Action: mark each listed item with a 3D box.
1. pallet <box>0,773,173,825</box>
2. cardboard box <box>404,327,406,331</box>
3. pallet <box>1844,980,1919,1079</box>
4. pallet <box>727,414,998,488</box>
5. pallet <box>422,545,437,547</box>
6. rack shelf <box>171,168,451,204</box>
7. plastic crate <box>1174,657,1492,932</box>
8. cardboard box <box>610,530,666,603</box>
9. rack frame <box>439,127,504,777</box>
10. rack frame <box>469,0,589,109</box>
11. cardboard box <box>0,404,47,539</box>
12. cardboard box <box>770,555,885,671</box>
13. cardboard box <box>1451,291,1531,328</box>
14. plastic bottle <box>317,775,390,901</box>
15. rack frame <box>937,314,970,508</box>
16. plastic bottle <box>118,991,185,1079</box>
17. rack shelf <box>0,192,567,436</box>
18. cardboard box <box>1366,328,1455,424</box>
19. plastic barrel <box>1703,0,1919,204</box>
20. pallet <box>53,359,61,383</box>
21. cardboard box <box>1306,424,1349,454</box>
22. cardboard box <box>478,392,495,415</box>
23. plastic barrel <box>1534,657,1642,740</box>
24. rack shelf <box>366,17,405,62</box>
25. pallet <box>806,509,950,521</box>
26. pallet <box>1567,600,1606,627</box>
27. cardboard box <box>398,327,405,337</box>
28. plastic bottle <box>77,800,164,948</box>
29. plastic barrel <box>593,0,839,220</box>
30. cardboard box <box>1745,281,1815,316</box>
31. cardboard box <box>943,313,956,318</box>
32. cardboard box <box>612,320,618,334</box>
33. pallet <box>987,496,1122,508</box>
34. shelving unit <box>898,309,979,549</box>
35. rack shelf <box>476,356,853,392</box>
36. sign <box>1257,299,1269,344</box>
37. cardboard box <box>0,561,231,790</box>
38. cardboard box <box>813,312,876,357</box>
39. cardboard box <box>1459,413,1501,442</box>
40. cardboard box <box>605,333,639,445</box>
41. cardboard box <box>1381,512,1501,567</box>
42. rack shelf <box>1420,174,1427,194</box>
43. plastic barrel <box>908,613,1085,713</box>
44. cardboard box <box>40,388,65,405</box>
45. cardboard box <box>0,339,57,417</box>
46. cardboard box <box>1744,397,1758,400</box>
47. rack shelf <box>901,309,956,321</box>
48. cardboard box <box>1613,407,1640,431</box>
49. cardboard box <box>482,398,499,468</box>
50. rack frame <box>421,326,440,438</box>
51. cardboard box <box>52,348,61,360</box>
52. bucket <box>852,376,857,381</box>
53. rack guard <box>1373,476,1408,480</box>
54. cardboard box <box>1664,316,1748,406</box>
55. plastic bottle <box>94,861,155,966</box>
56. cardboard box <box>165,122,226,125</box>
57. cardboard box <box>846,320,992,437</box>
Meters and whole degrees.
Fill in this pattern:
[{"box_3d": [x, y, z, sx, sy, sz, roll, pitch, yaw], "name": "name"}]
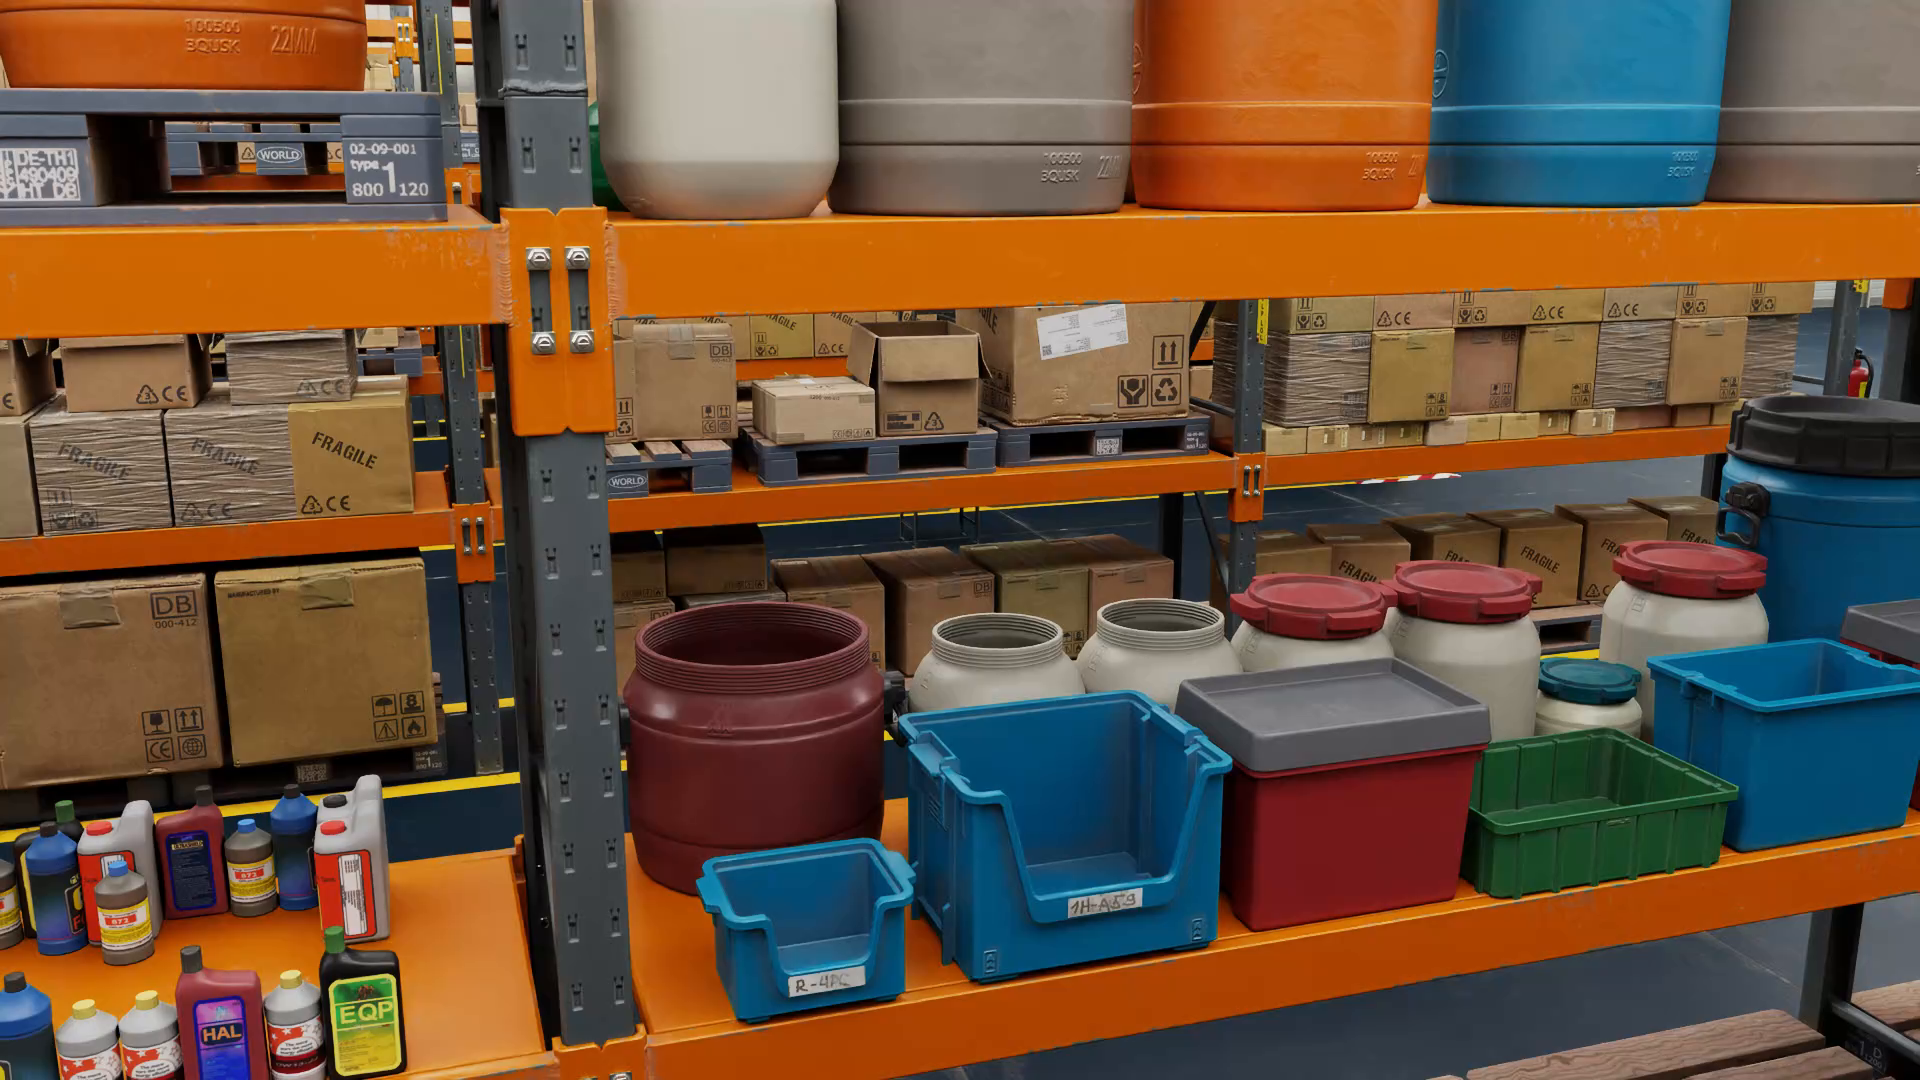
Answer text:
[{"box_3d": [-4.324, 1.041, 7.810, 1.213, 0.211, 1.003, -4, 14, -18], "name": "pallet"}, {"box_3d": [-7.478, -2.618, 21.662, 0.500, 0.500, 0.500, -4, 14, -16], "name": "cardboard box"}, {"box_3d": [3.622, 1.661, 5.205, 1.213, 0.211, 1.003, -4, 14, -18], "name": "pallet"}, {"box_3d": [-0.535, -0.508, 8.712, 1.213, 0.211, 1.003, -4, 14, -18], "name": "pallet"}, {"box_3d": [-4.626, -0.128, 12.724, 1.213, 0.211, 1.003, -4, 14, -18], "name": "pallet"}, {"box_3d": [-4.294, -1.408, 7.153, 4.000, 0.370, 1.077, -4, 14, -18], "name": "rack shelf"}, {"box_3d": [0.810, 0.557, 3.683, 0.583, 0.464, 0.402, -4, 14, -18], "name": "plastic crate"}, {"box_3d": [-1.773, 0.135, 8.425, 0.500, 0.250, 0.500, -4, 14, -16], "name": "cardboard box"}, {"box_3d": [-2.398, -0.446, 8.038, 0.127, 3.000, 1.000, -4, 14, -18], "name": "rack frame"}, {"box_3d": [-0.819, -2.279, 2.777, 0.127, 3.000, 1.000, -4, 14, -18], "name": "rack frame"}, {"box_3d": [-4.235, -0.292, 7.174, 0.500, 0.500, 0.500, -4, 14, -17], "name": "cardboard box"}, {"box_3d": [-0.713, 0.415, 8.869, 0.500, 0.500, 0.700, -3, 14, -13], "name": "cardboard box"}, {"box_3d": [2.848, -1.473, 9.334, 0.500, 0.500, 0.500, -4, 14, -18], "name": "cardboard box"}, {"box_3d": [-1.332, 0.661, 3.649, 0.135, 0.276, 0.152, -4, 14, -18], "name": "plastic bottle"}, {"box_3d": [-0.093, -1.837, 13.884, 0.127, 3.000, 1.000, -4, 14, -18], "name": "rack frame"}, {"box_3d": [-1.400, 0.881, 2.884, 0.097, 0.201, 0.097, 0, 13, 0], "name": "plastic bottle"}, {"box_3d": [-2.714, -0.322, 2.587, 4.000, 0.370, 1.077, -4, 14, -18], "name": "rack shelf"}, {"box_3d": [2.324, -0.984, 9.438, 0.500, 0.500, 0.875, -4, 14, -18], "name": "cardboard box"}, {"box_3d": [1.940, -1.225, 3.746, 0.600, 0.901, 0.600, 0, 13, 0], "name": "plastic barrel"}, {"box_3d": [-6.905, -1.178, 11.527, 1.213, 0.211, 1.003, -4, 14, -18], "name": "pallet"}, {"box_3d": [1.934, -0.585, 9.163, 0.250, 0.149, 0.380, -4, 14, -18], "name": "cardboard box"}, {"box_3d": [-5.020, -1.585, 17.597, 0.625, 0.372, 0.950, -5, 14, -22], "name": "cardboard box"}, {"box_3d": [1.669, 0.476, 4.459, 0.301, 0.262, 0.301, 0, 13, 0], "name": "plastic barrel"}, {"box_3d": [-7.455, -4.846, 15.990, 4.000, 0.370, 1.077, -4, 14, -18], "name": "rack shelf"}, {"box_3d": [-0.801, -0.407, 13.897, 1.213, 0.211, 1.003, -4, 14, -18], "name": "pallet"}, {"box_3d": [4.331, 0.377, 10.600, 1.213, 0.211, 1.003, -4, 14, -18], "name": "pallet"}, {"box_3d": [-4.373, -1.635, 12.670, 0.250, 0.149, 0.380, -5, 14, -19], "name": "cardboard box"}, {"box_3d": [-1.770, 0.695, 3.506, 0.135, 0.276, 0.152, -4, 14, -18], "name": "plastic bottle"}, {"box_3d": [-0.427, -0.830, 2.925, 0.421, 0.512, 0.421, 0, 13, 0], "name": "plastic barrel"}, {"box_3d": [4.741, -1.622, 9.960, 0.500, 0.500, 0.500, -4, 14, -18], "name": "cardboard box"}, {"box_3d": [0.252, -1.940, 13.992, 0.550, 0.550, 0.875, -4, 14, -18], "name": "cardboard box"}, {"box_3d": [-2.892, -1.602, 12.682, 0.500, 0.500, 0.500, -5, 14, -19], "name": "cardboard box"}, {"box_3d": [0.652, -0.519, 14.370, 1.213, 0.211, 1.003, -4, 14, -18], "name": "pallet"}, {"box_3d": [-0.157, -1.009, 12.348, 0.503, 2.100, 0.431, -4, 14, -18], "name": "shelving unit"}, {"box_3d": [-1.989, -1.339, 13.346, 4.000, 0.370, 1.077, -4, 14, -18], "name": "rack shelf"}, {"box_3d": [1.573, -1.184, 8.634, 0.005, 0.325, 0.100, -4, 14, -18], "name": "sign"}, {"box_3d": [-3.906, 0.493, 7.771, 0.875, 0.875, 1.225, -4, 14, -18], "name": "cardboard box"}, {"box_3d": [-0.982, -1.751, 13.307, 0.500, 0.500, 0.500, -5, 14, -19], "name": "cardboard box"}, {"box_3d": [2.869, -0.667, 9.508, 0.250, 0.149, 0.380, -4, 14, -18], "name": "cardboard box"}, {"box_3d": [-1.899, -0.748, 8.182, 0.500, 0.500, 0.500, -6, 15, -25], "name": "cardboard box"}, {"box_3d": [2.888, 0.142, 10.057, 0.500, 0.500, 0.500, -6, 15, -23], "name": "cardboard box"}, {"box_3d": [3.288, -1.999, 9.636, 4.000, 0.370, 1.077, -4, 14, -18], "name": "rack shelf"}, {"box_3d": [0.088, 0.463, 3.974, 0.421, 0.512, 0.421, 0, 13, 0], "name": "plastic barrel"}, {"box_3d": [-4.393, -0.405, 7.649, 0.500, 0.500, 0.500, -4, 14, -18], "name": "cardboard box"}, {"box_3d": [-4.349, -0.834, 7.284, 0.637, 0.503, 0.797, -4, 14, -16], "name": "cardboard box"}, {"box_3d": [4.742, -0.830, 10.193, 0.250, 0.149, 0.380, -4, 14, -18], "name": "cardboard box"}, {"box_3d": [-0.157, -1.677, 12.190, 0.480, 0.518, 0.431, -4, 14, -18], "name": "rack shelf"}, {"box_3d": [3.800, -0.753, 9.867, 0.250, 0.149, 0.380, -4, 14, -18], "name": "cardboard box"}, {"box_3d": [-3.279, -0.677, 12.960, 0.750, 0.750, 1.050, -5, 14, -19], "name": "cardboard box"}, {"box_3d": [-5.559, -2.620, 17.175, 0.127, 3.000, 1.000, -4, 14, -18], "name": "rack frame"}, {"box_3d": [-6.177, -1.333, 11.402, 0.250, 0.149, 0.380, -5, 14, -21], "name": "cardboard box"}, {"box_3d": [-0.700, -1.500, 16.255, 0.620, 0.611, 0.726, -9, 13, 4], "name": "bucket"}, {"box_3d": [3.720, -0.918, 15.421, 0.348, 0.500, 1.175, -4, 14, -18], "name": "rack guard"}, {"box_3d": [4.218, -1.132, 10.063, 0.500, 0.500, 0.875, -4, 14, -18], "name": "cardboard box"}, {"box_3d": [-1.713, 0.758, 3.405, 0.097, 0.201, 0.097, 0, 13, 0], "name": "plastic bottle"}, {"box_3d": [-5.290, -2.876, 11.554, 0.500, 0.500, 0.500, -4, 14, -18], "name": "cardboard box"}, {"box_3d": [-0.221, -0.848, 8.595, 0.637, 0.503, 0.797, -3, 14, -12], "name": "cardboard box"}]
